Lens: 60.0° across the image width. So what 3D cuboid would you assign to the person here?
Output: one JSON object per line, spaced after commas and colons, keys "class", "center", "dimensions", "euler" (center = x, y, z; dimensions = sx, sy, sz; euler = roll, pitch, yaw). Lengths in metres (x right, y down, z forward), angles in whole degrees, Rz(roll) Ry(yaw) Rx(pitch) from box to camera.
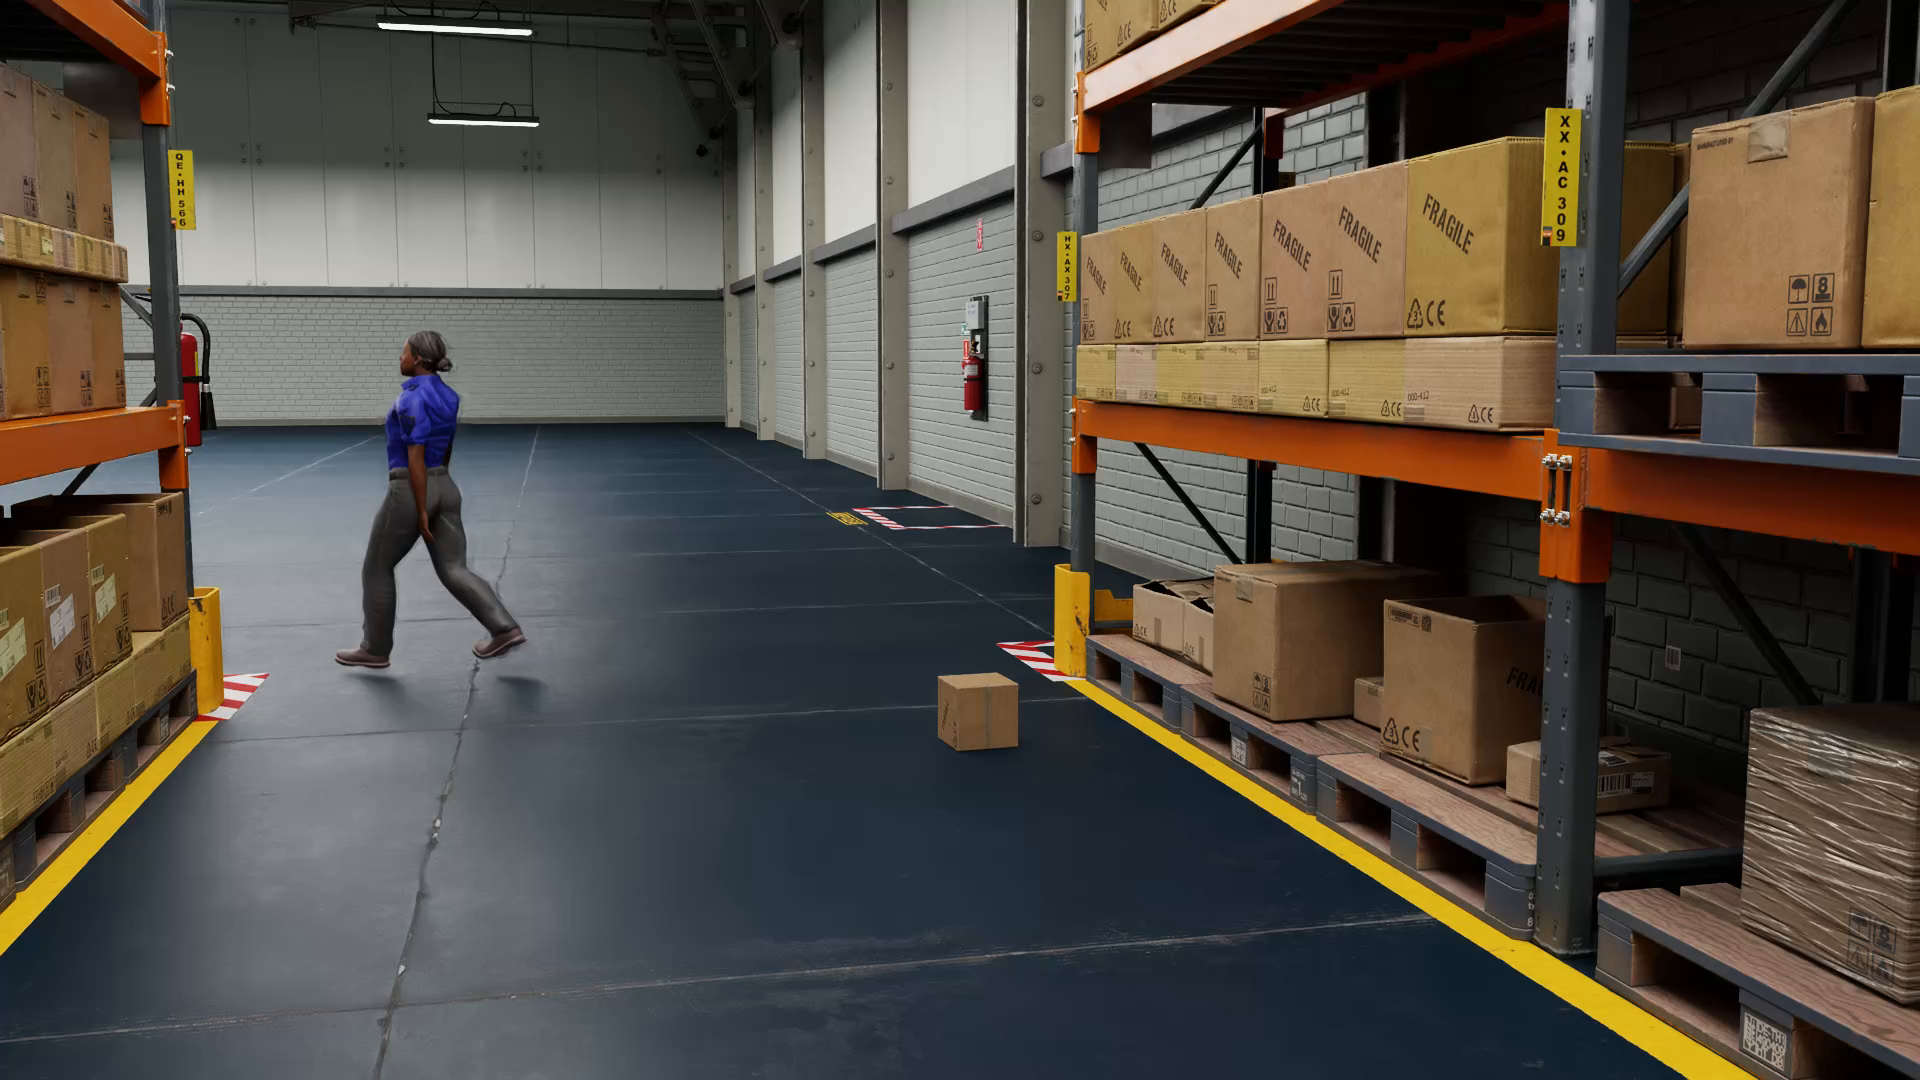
{"class": "person", "center": [-2.545, -0.179, 7.914], "dimensions": [0.934, 1.574, 0.447], "euler": [2, 7, 19]}
